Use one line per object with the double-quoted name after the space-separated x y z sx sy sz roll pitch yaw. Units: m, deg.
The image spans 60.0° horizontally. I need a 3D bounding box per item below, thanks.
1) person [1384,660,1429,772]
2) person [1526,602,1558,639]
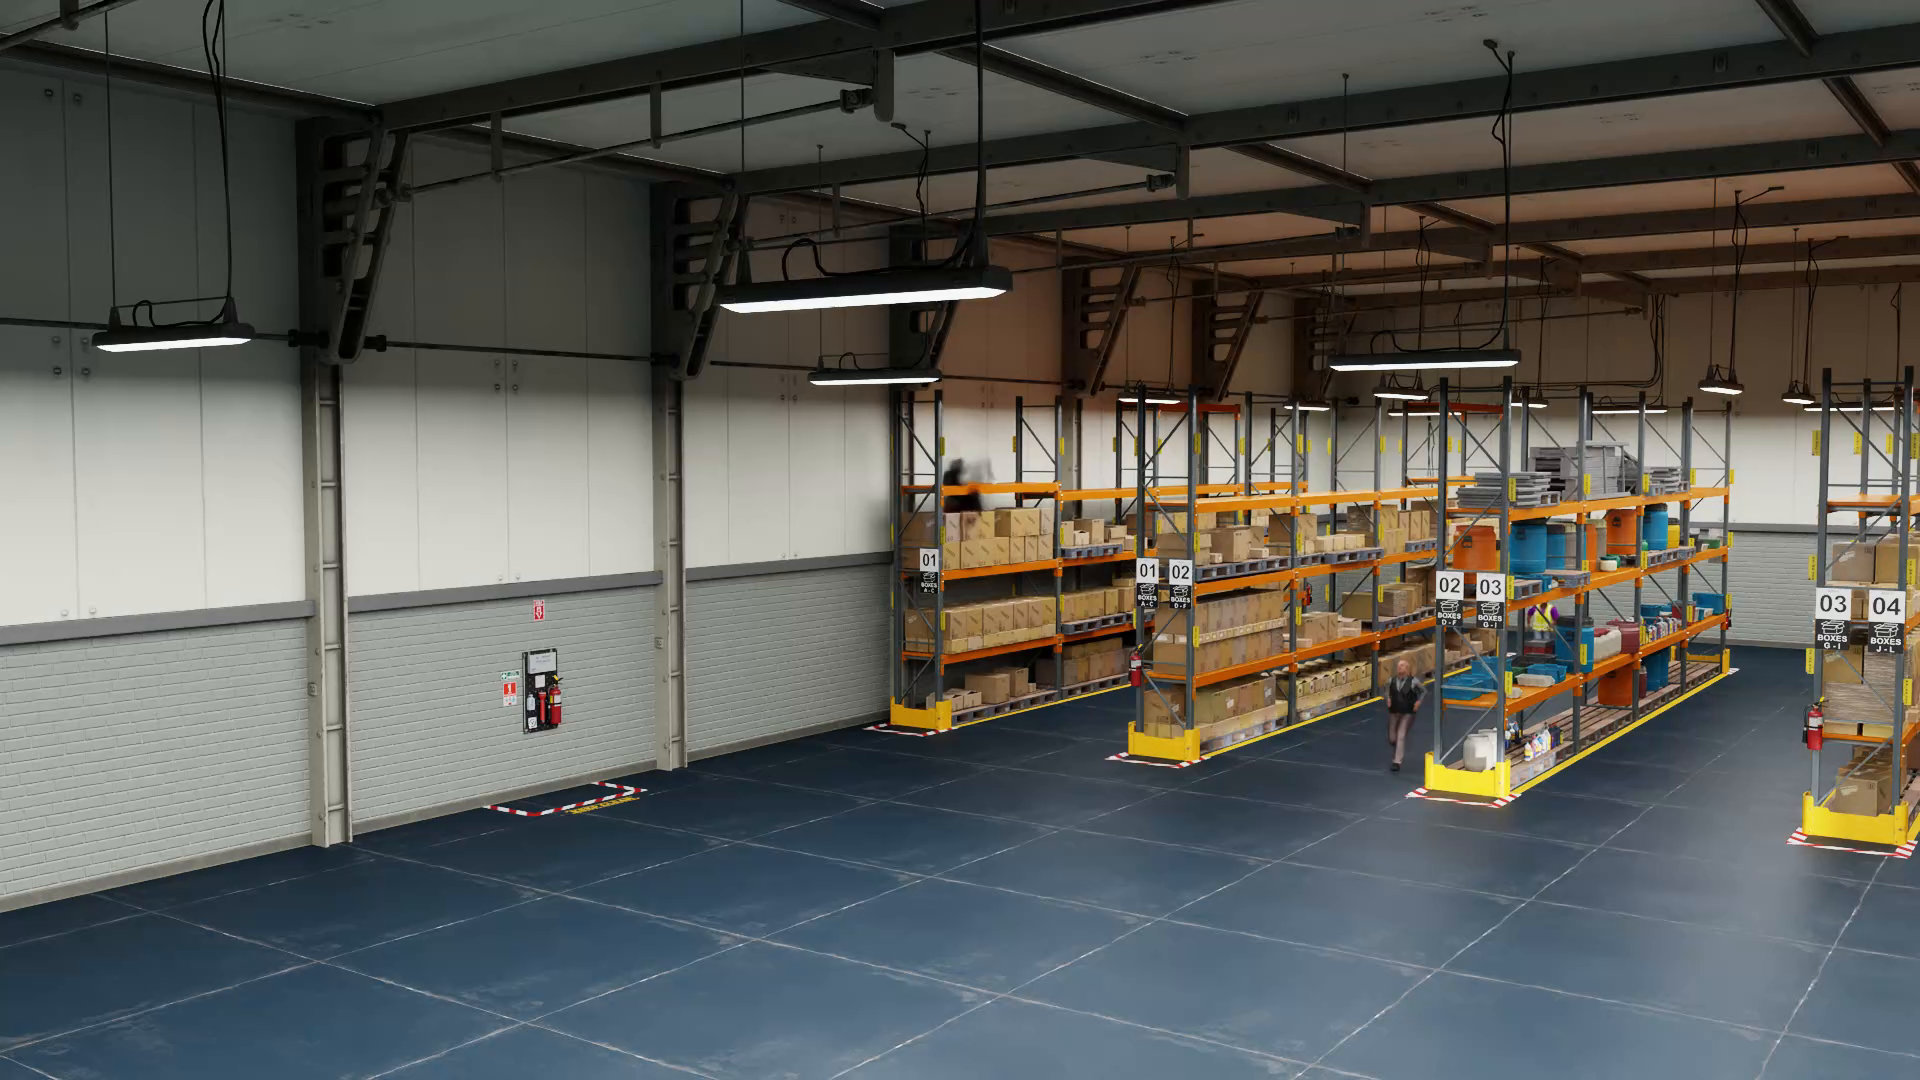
6.849 2.717 25.810 0.676 1.664 0.855 2 4 35 "person"
13.048 2.028 37.276 0.683 1.715 0.717 1 3 22 "person"
